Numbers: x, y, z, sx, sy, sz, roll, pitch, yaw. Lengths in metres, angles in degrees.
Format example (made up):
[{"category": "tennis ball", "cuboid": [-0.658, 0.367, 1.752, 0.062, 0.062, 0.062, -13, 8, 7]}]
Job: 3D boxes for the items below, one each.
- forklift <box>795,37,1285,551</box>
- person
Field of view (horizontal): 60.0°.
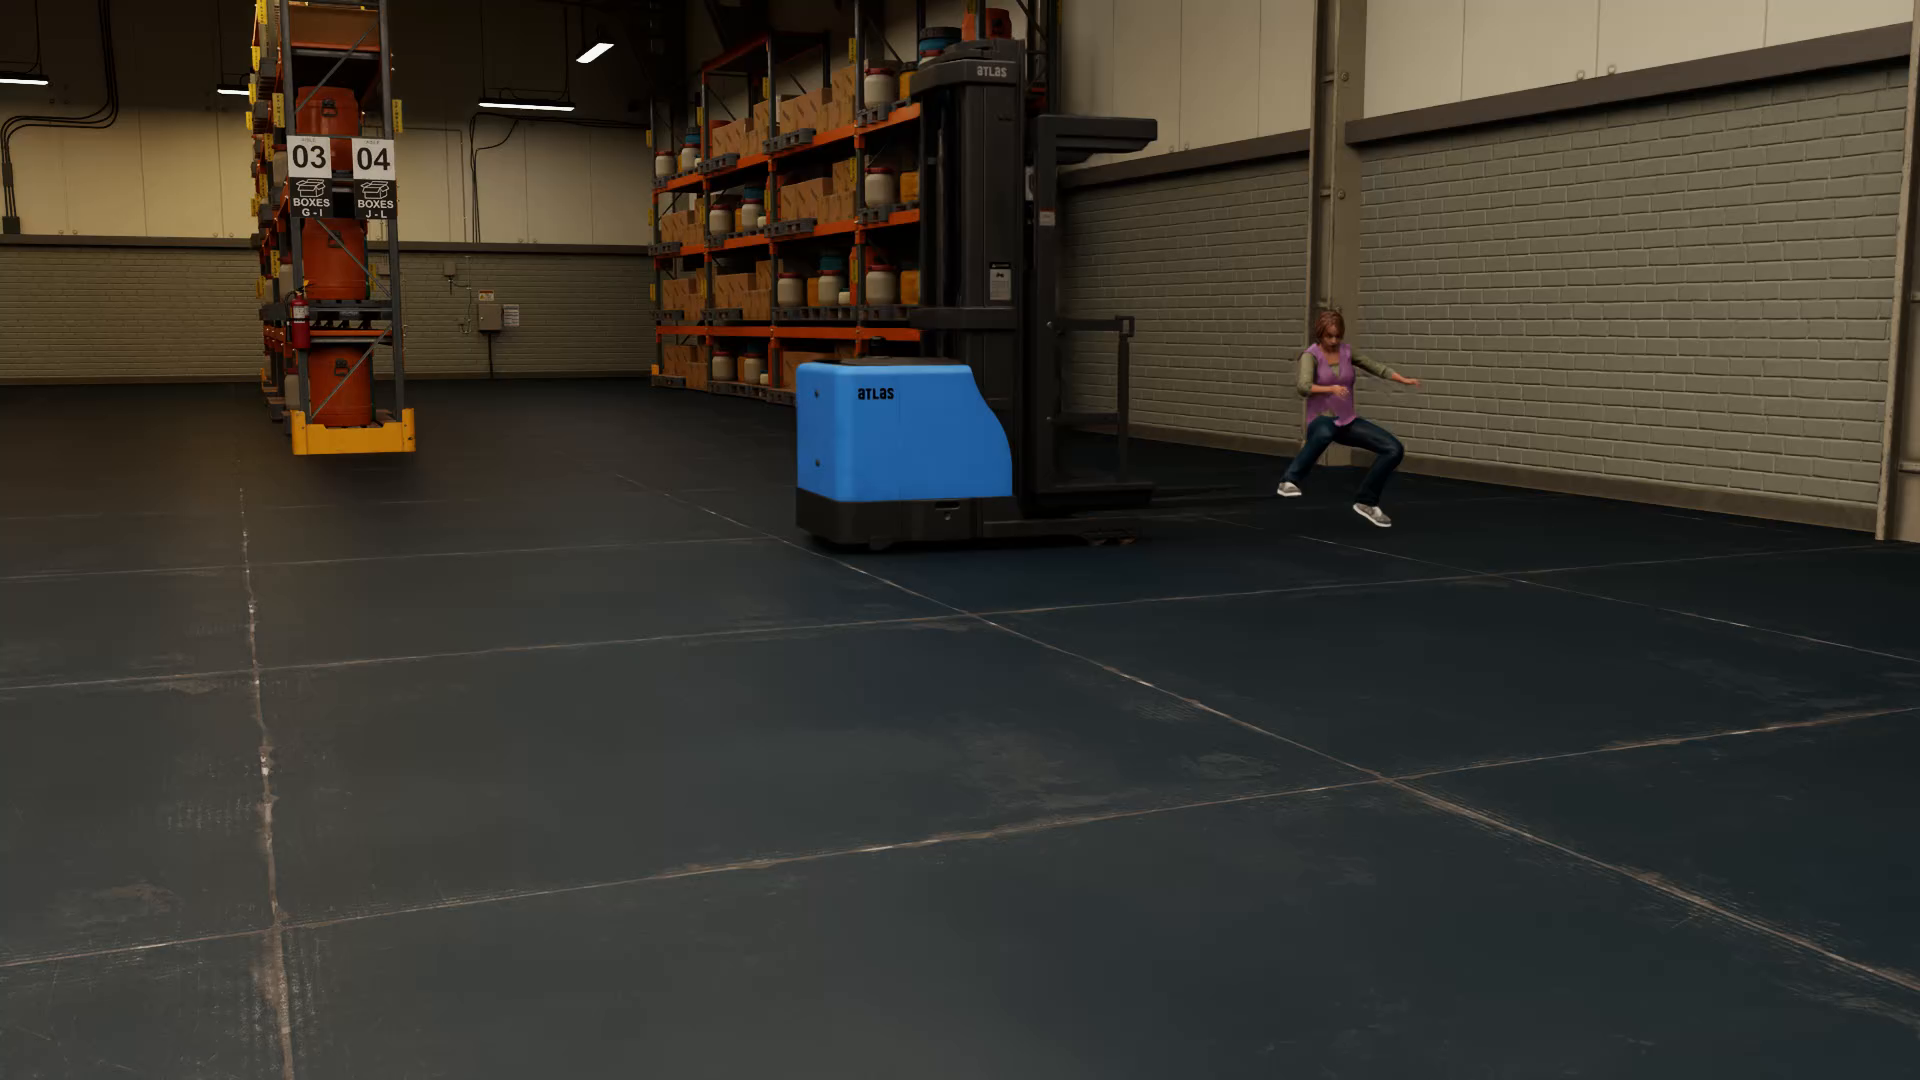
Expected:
[{"category": "forklift", "cuboid": [0.553, -1.487, 10.217, 3.031, 2.935, 1.130, -3, 8, -20]}, {"category": "person", "cuboid": [2.409, -0.756, 10.452, 0.850, 1.364, 0.685, -2, 8, -13]}]
